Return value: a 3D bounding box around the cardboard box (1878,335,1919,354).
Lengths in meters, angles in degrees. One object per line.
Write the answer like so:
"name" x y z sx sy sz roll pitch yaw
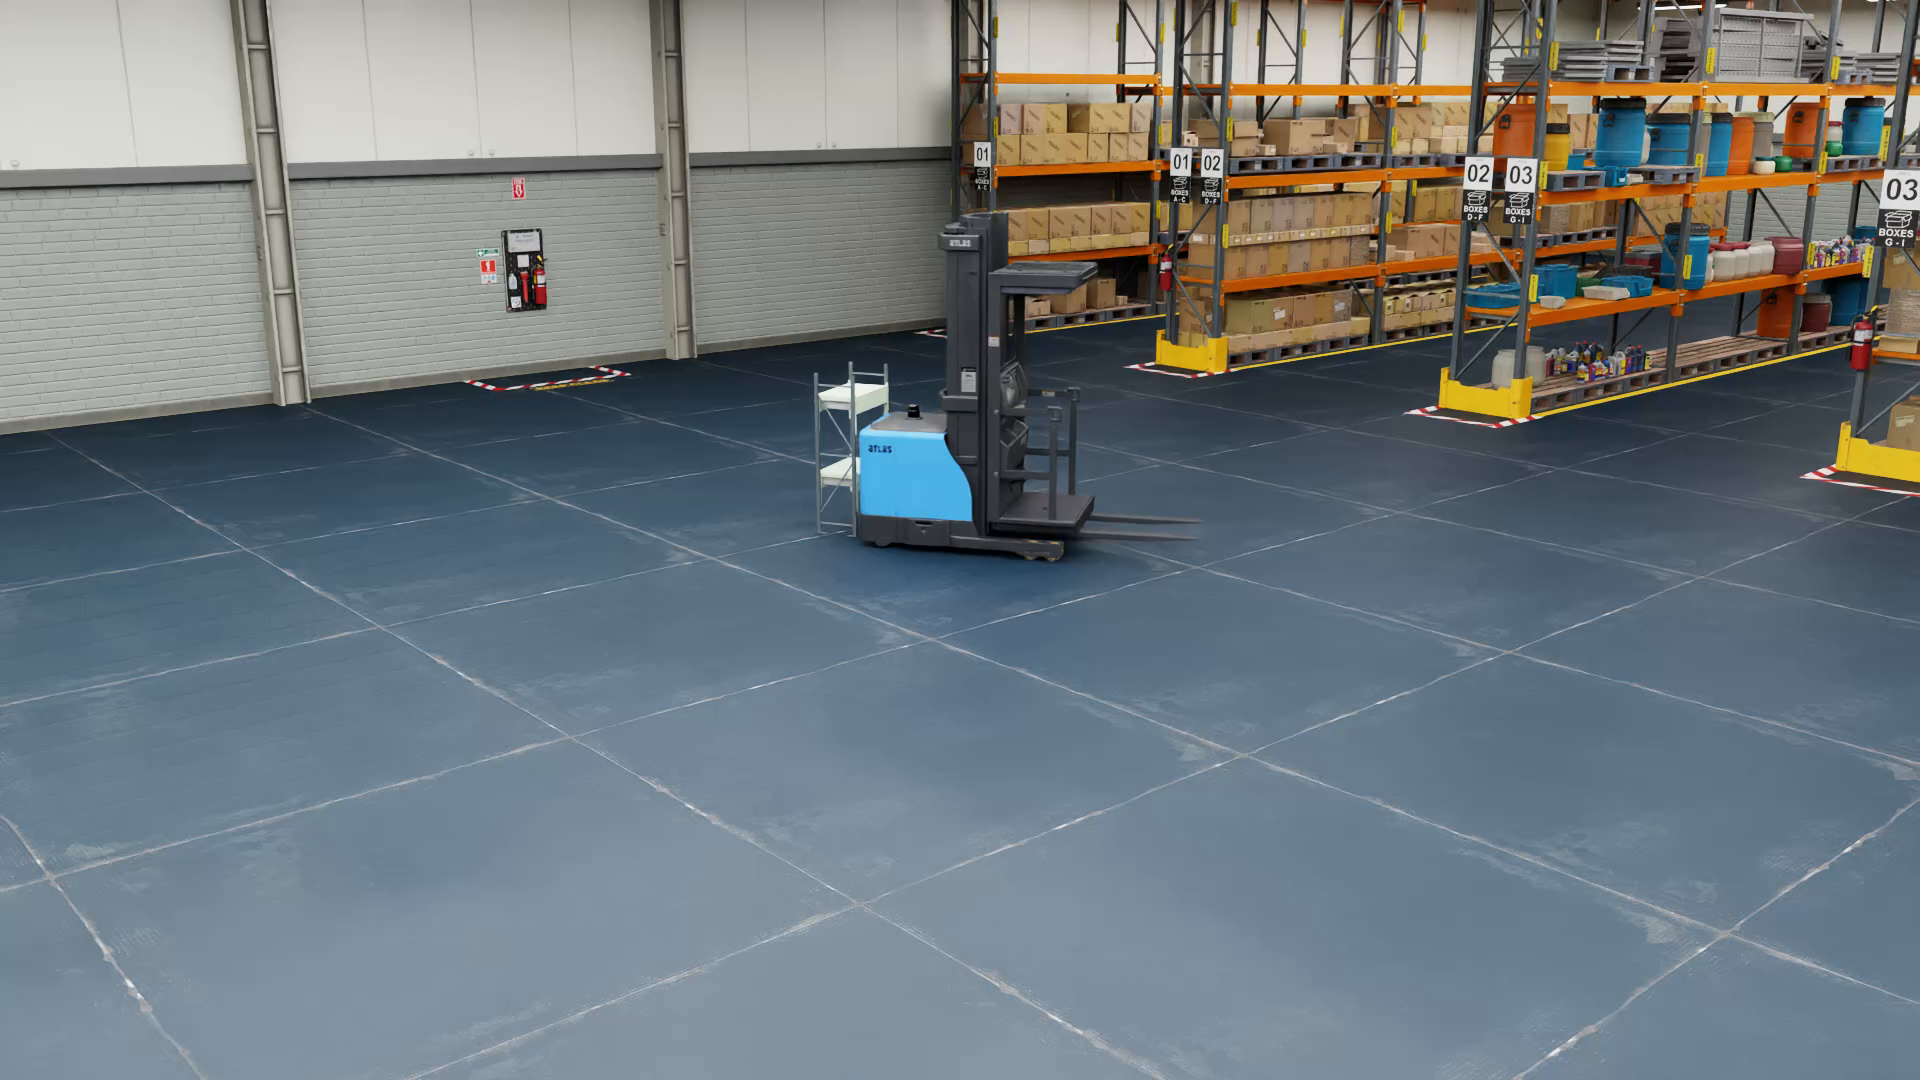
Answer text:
"cardboard box" 10.063 -2.092 17.756 0.250 0.149 0.380 -13 19 -39

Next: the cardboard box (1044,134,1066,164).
"cardboard box" 1.463 -6.706 28.497 0.500 0.500 0.500 -12 19 -37

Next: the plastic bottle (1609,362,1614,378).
"plastic bottle" 8.868 -2.323 22.704 0.097 0.201 0.097 0 15 0

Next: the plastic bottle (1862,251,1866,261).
"plastic bottle" 14.872 -4.701 27.423 0.097 0.201 0.097 0 15 0

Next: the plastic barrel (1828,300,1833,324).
"plastic barrel" 14.344 -3.836 27.805 0.421 0.512 0.421 0 15 0

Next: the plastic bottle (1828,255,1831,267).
"plastic bottle" 13.861 -4.474 26.572 0.097 0.201 0.097 0 15 0

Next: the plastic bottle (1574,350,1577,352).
"plastic bottle" 8.640 -2.541 23.385 0.097 0.271 0.097 0 15 0

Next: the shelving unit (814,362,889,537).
"shelving unit" -1.002 -0.860 15.562 0.431 1.500 0.755 6 16 21

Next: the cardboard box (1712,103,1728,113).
"cardboard box" 15.177 -8.655 33.896 0.500 0.500 0.700 -13 19 -39

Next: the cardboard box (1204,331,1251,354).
"cardboard box" 4.034 -2.976 25.094 0.500 0.250 0.500 -13 19 -39

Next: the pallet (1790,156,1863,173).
"pallet" 13.408 -5.913 26.127 1.213 0.211 1.003 -13 19 -39

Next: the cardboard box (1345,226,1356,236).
"cardboard box" 6.053 -4.919 26.403 0.250 0.149 0.380 -13 20 -41

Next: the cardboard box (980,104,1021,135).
"cardboard box" 0.679 -7.026 27.759 0.500 0.500 0.500 14 21 43

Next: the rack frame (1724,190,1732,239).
"rack frame" 15.553 -6.765 34.762 0.127 3.000 1.000 -13 19 -39

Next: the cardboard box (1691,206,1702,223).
"cardboard box" 14.625 -6.512 33.623 0.500 0.500 0.500 -12 19 -39

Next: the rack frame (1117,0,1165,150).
"rack frame" 3.246 -8.594 29.986 0.127 3.000 1.000 -13 19 -39

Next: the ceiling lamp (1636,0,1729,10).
"ceiling lamp" 15.982 -13.410 36.704 0.800 3.185 2.000 -13 19 -39

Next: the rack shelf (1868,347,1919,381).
"rack shelf" 11.492 -2.116 18.754 4.000 0.370 1.077 -13 19 -39

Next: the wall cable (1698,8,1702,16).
"wall cable" 18.576 -11.928 38.700 0.112 2.526 3.097 -13 19 -39

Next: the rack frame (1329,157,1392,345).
"rack frame" 6.501 -4.732 27.152 0.127 3.000 1.000 -13 19 -39

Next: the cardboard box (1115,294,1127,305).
"cardboard box" 2.862 -4.443 30.708 0.380 0.166 0.250 13 20 40

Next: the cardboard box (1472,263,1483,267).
"cardboard box" 11.459 -6.501 37.804 0.500 0.500 0.700 -13 20 -40

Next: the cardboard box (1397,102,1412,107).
"cardboard box" 9.655 -9.205 35.915 0.500 0.500 0.500 -13 20 -40

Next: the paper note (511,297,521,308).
"paper note" -6.405 -3.435 24.004 0.142 0.148 0.016 -13 19 -39

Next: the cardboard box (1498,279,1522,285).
"cardboard box" 10.049 -4.436 30.035 0.500 0.500 0.500 -12 19 -37

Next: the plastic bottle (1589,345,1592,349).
"plastic bottle" 8.996 -2.635 23.726 0.135 0.276 0.152 -12 19 -37

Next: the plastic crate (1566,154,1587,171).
"plastic crate" 7.973 -4.912 22.046 0.575 0.384 0.392 -13 19 -39

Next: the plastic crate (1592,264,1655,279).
"plastic crate" 9.271 -3.673 23.308 0.504 0.338 0.767 -13 19 -39

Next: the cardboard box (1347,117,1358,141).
"cardboard box" 7.748 -8.454 34.228 0.500 0.500 0.700 -13 20 -39

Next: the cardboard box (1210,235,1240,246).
"cardboard box" 3.921 -4.440 24.610 0.250 0.149 0.380 -13 20 -40

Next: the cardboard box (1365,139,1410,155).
"cardboard box" 6.972 -6.414 27.114 0.500 0.250 0.500 -10 18 -34

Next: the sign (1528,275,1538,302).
"sign" 7.090 -3.115 20.563 0.005 0.325 0.100 -13 19 -39

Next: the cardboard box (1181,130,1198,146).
"cardboard box" 4.176 -7.486 31.009 0.500 0.311 0.500 -12 19 -38

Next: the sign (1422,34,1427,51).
"sign" 9.647 -10.335 34.541 0.005 0.325 0.100 -13 19 -39

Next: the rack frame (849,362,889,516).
"rack frame" -0.866 -0.947 15.891 0.400 1.500 0.023 6 16 21

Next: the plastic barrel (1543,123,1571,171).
"plastic barrel" 7.509 -5.050 21.353 0.600 0.588 0.600 0 15 0

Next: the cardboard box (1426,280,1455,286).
"cardboard box" 8.540 -4.433 29.460 0.500 0.311 0.500 -13 20 -41

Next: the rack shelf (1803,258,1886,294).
"rack shelf" 14.276 -4.436 27.437 4.000 0.370 1.077 -13 19 -39

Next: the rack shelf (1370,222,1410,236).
"rack shelf" 7.773 -6.364 34.658 4.000 0.370 1.077 -13 19 -39

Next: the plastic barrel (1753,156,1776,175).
"plastic barrel" 11.961 -5.566 24.730 0.301 0.262 0.301 0 15 0

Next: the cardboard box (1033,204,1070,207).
"cardboard box" 1.598 -5.696 29.559 0.500 0.500 0.500 -12 19 -39

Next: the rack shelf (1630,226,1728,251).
"rack shelf" 14.045 -6.078 33.587 4.000 0.370 1.077 -13 19 -39

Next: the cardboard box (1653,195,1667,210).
"cardboard box" 13.465 -6.731 32.505 0.500 0.500 0.500 -13 20 -41

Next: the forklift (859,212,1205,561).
"forklift" 0.664 -1.383 14.749 3.031 2.935 1.130 4 15 13

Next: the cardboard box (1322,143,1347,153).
"cardboard box" 5.770 -6.073 25.761 0.250 0.149 0.380 -13 19 -39

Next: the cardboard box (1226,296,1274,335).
"cardboard box" 4.410 -3.423 25.315 0.500 0.500 0.500 -13 19 -39

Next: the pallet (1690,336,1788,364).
"pallet" 12.157 -2.973 25.973 1.213 0.211 1.003 -13 19 -39

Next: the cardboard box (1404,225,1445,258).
"cardboard box" 7.866 -5.081 28.266 0.500 0.500 0.500 -13 19 -39

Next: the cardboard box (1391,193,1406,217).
"cardboard box" 9.099 -7.125 35.303 0.500 0.500 0.500 -13 20 -40

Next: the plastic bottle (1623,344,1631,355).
"plastic bottle" 9.358 -2.562 23.311 0.185 0.351 0.144 -13 19 -39

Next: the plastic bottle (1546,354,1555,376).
"plastic bottle" 8.108 -2.403 22.843 0.133 0.283 0.061 -13 19 -39

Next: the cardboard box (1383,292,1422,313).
"cardboard box" 7.357 -3.982 27.774 0.500 0.311 0.500 -13 20 -40

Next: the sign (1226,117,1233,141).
"sign" 3.843 -5.855 23.697 0.005 0.325 0.100 -13 19 -39
